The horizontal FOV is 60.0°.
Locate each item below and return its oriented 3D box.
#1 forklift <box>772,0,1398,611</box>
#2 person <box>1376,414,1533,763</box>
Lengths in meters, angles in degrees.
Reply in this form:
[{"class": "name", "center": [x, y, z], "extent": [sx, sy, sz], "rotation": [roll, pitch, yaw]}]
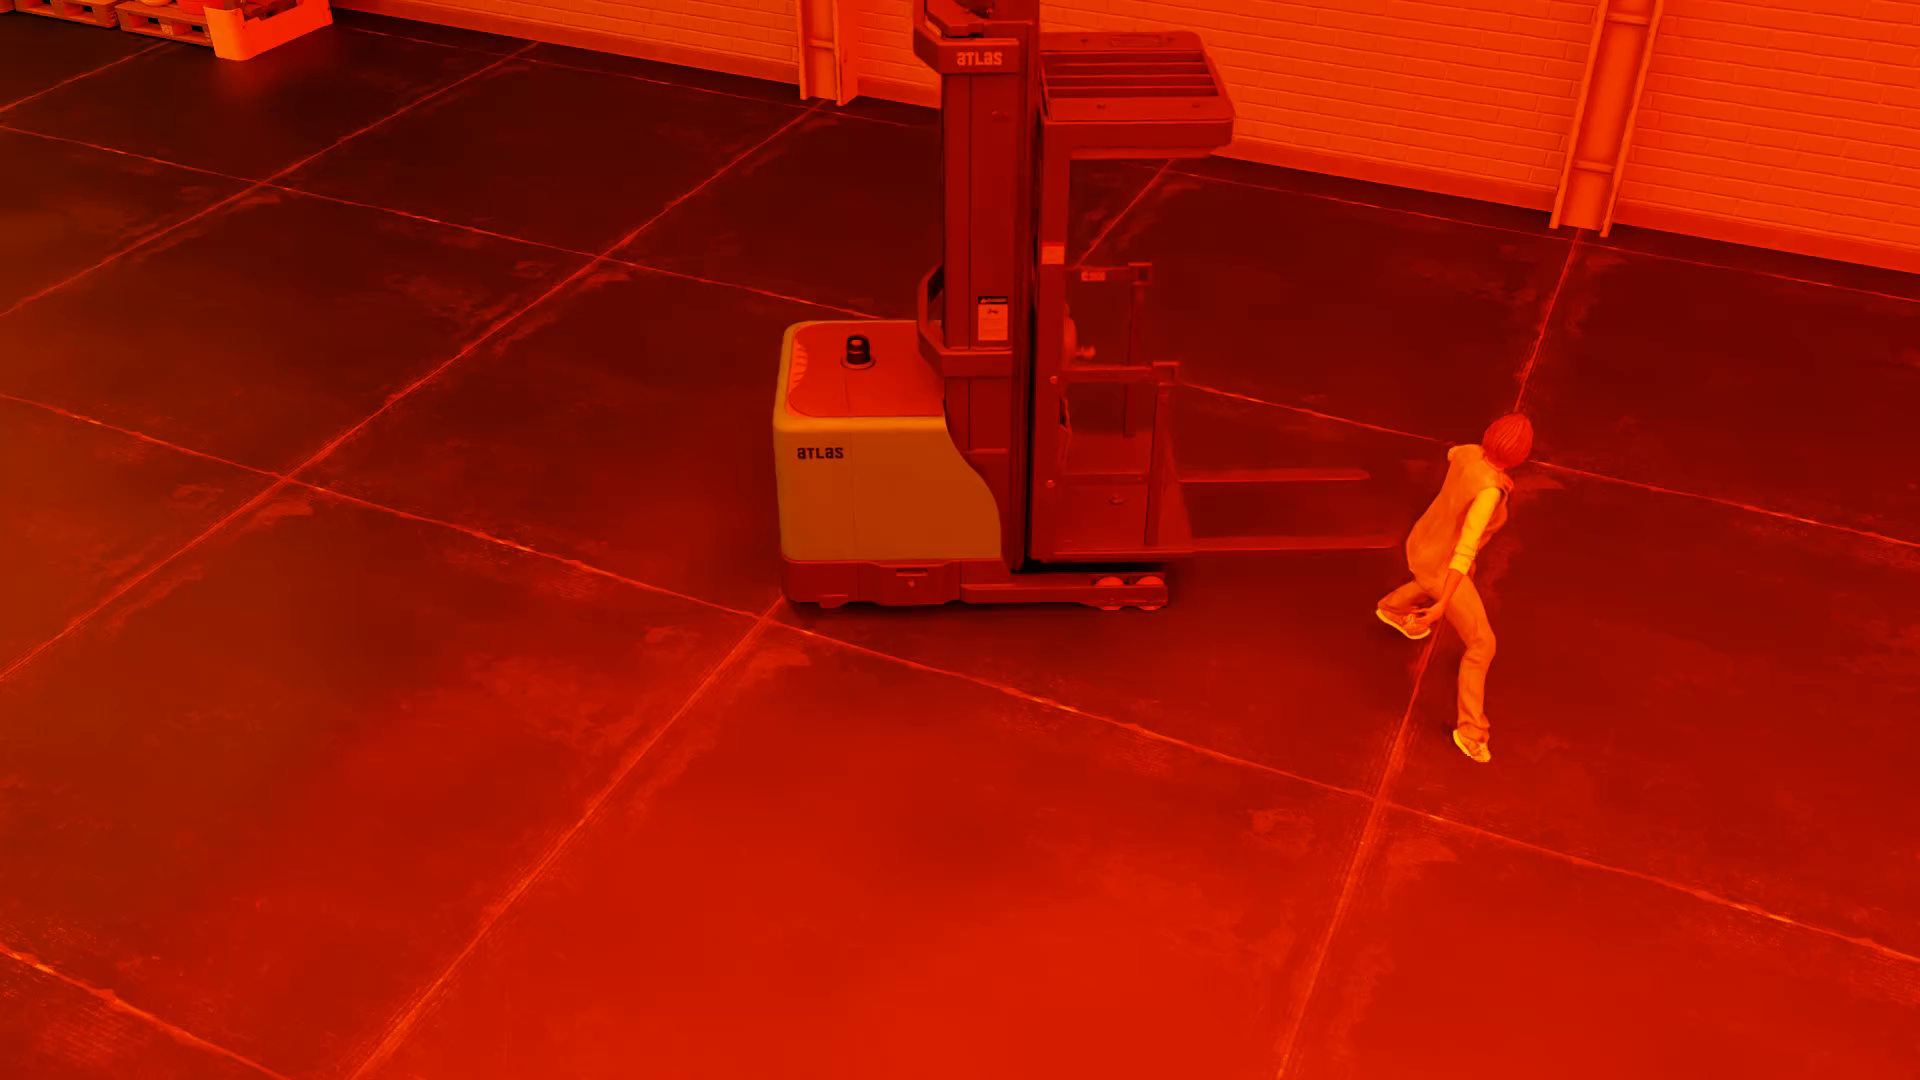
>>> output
[{"class": "forklift", "center": [0.635, -1.156, 7.707], "extent": [3.031, 2.935, 1.130], "rotation": [-1, 36, -1]}, {"class": "person", "center": [2.175, 0.143, 7.247], "extent": [0.519, 1.525, 0.960], "rotation": [5, 36, 7]}]
